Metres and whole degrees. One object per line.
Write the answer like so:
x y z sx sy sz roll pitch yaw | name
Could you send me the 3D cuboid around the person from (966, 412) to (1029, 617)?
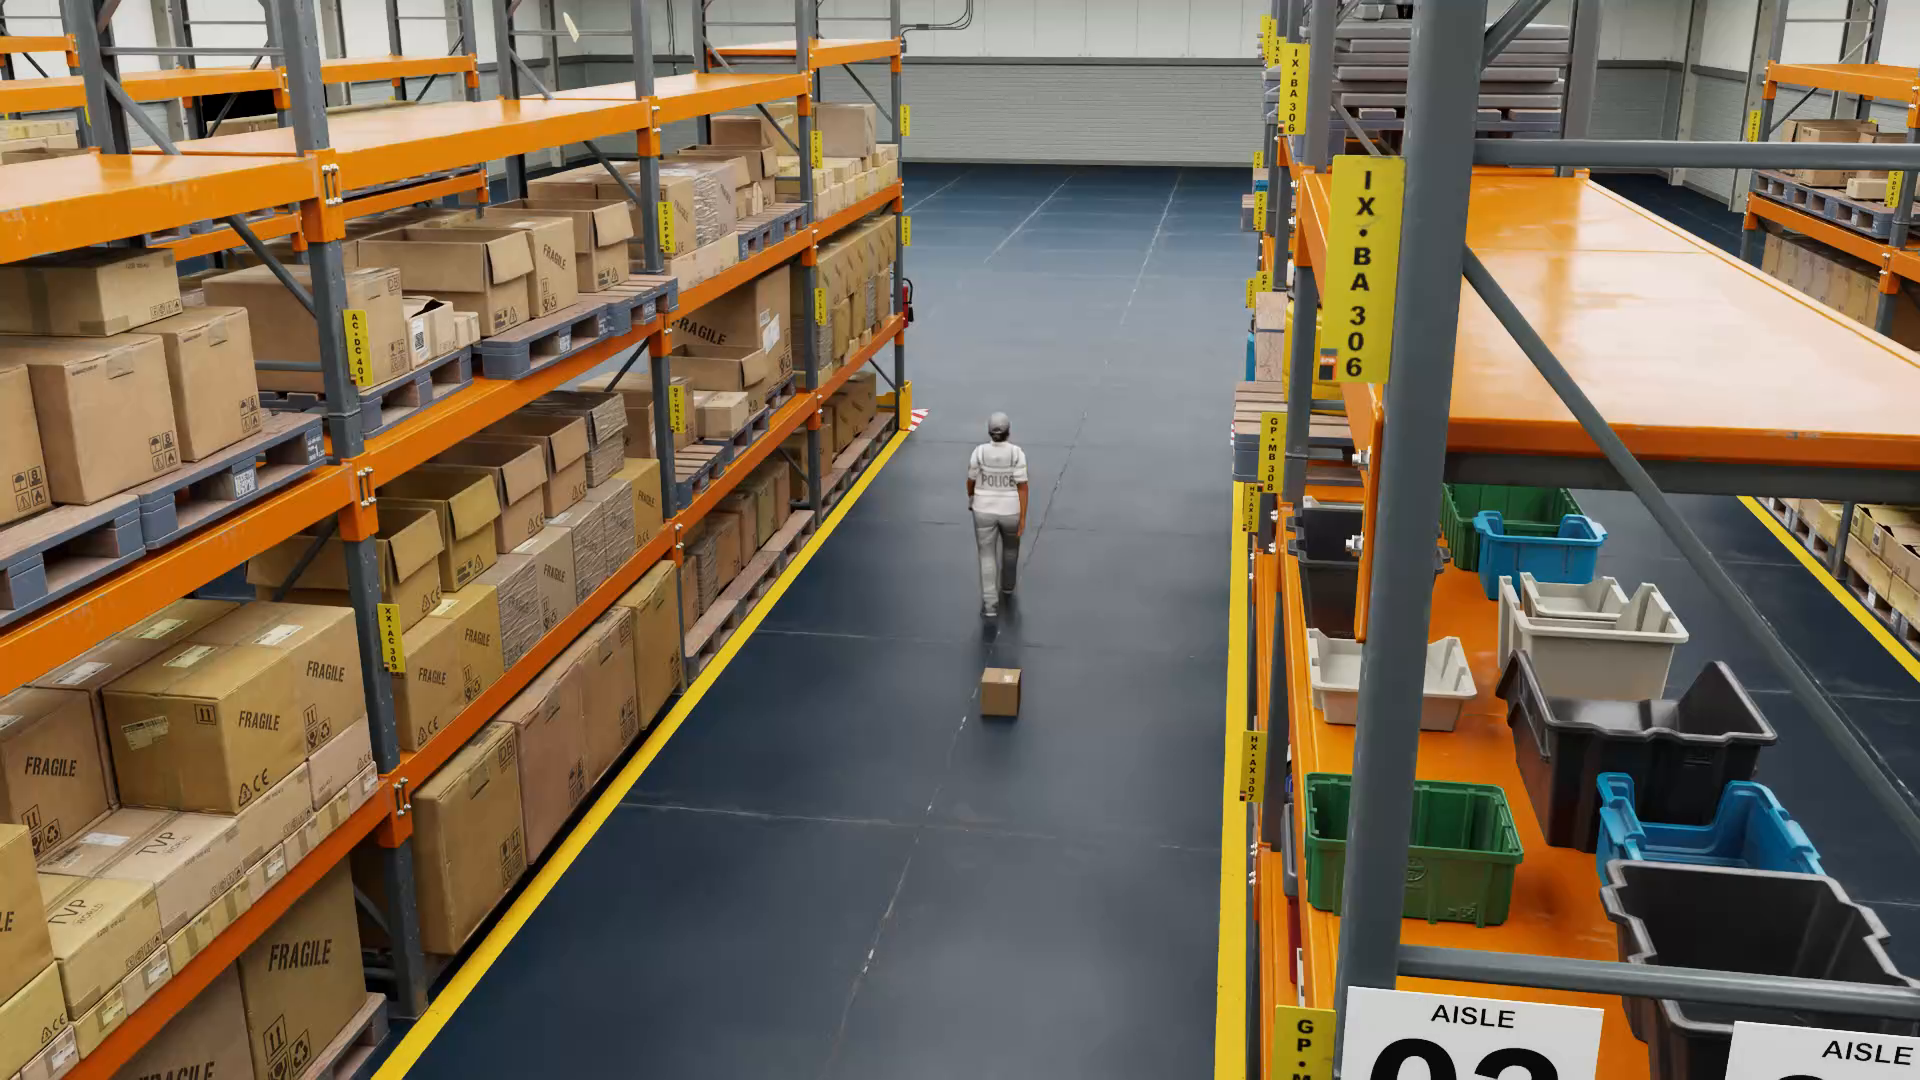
0.294 -0.245 13.285 0.486 1.604 1.030 -1 18 -2 | person
